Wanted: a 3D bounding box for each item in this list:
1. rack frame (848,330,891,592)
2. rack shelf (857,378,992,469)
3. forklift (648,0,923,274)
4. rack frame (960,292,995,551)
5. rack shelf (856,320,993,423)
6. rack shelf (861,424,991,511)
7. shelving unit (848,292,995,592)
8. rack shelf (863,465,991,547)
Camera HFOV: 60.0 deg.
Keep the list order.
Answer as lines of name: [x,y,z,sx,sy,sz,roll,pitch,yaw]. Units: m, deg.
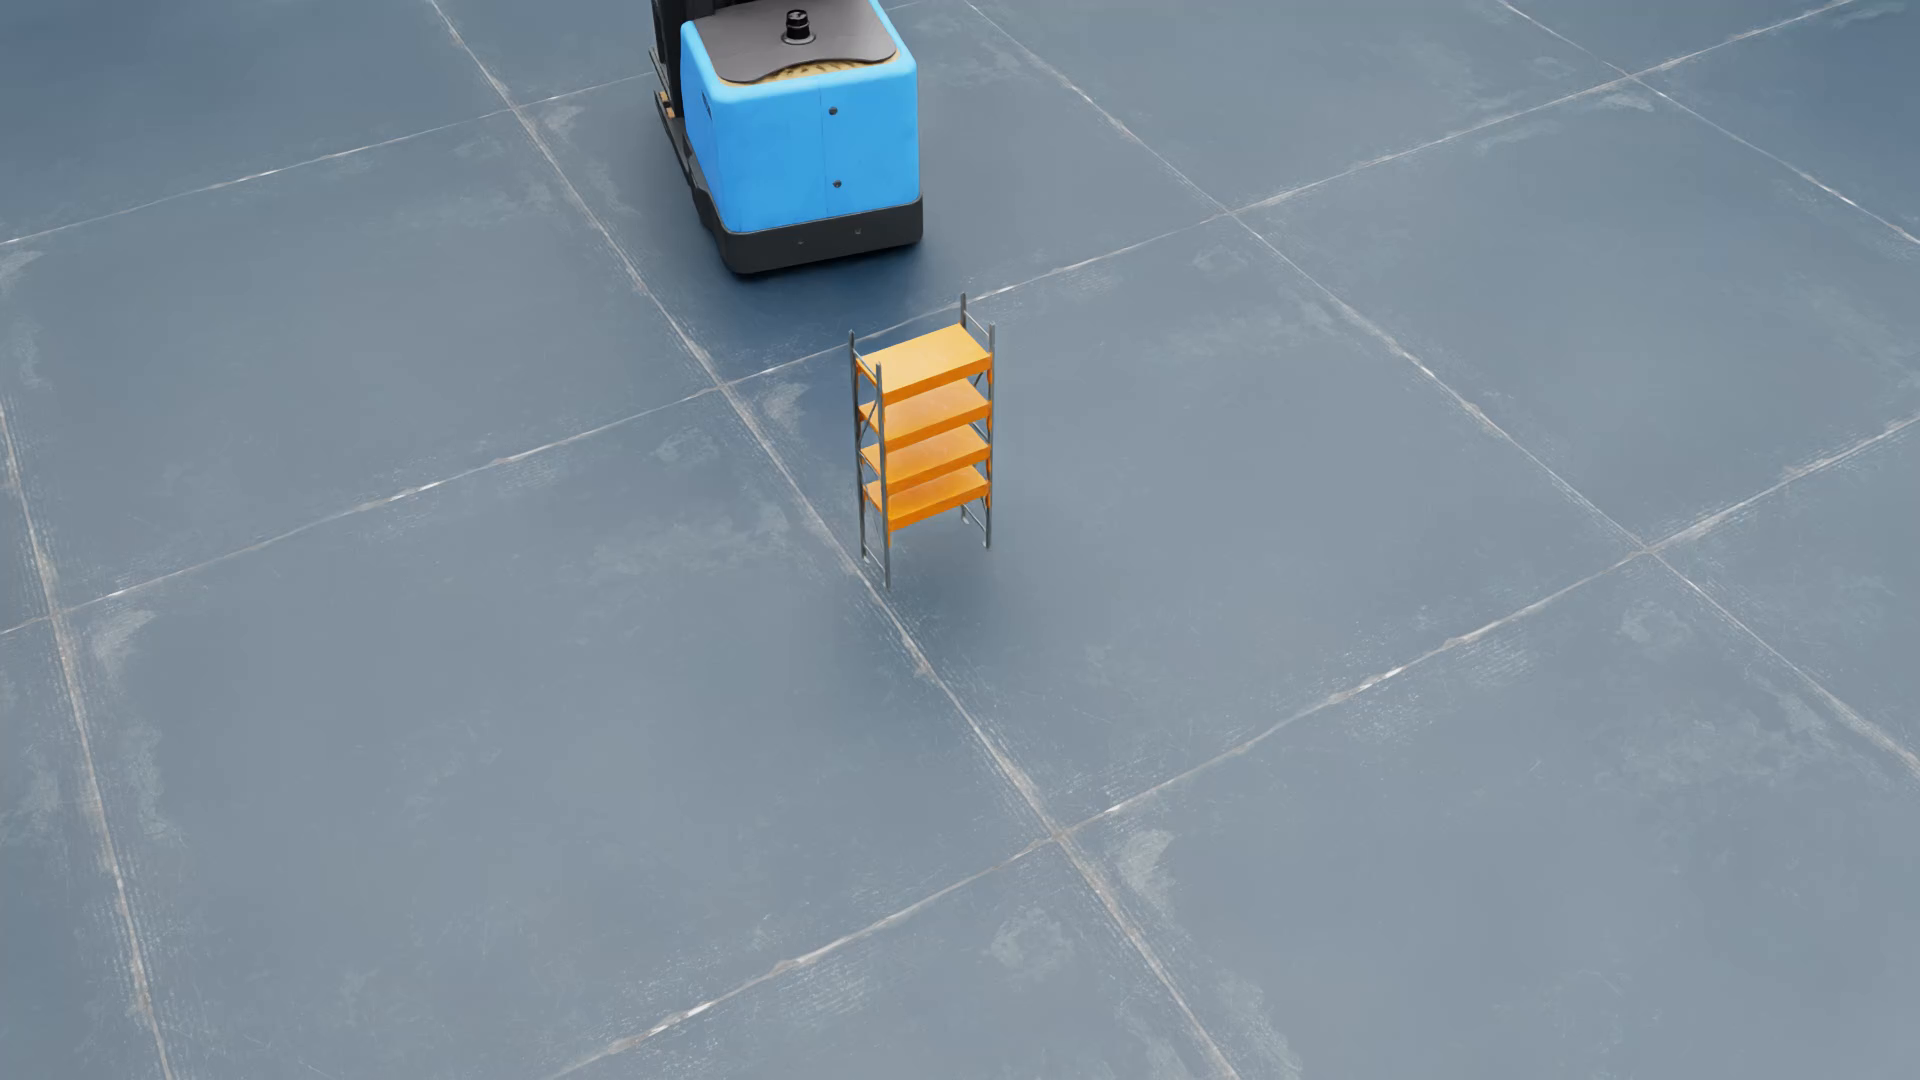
rack frame: [-0.355,-0.288,6.615,0.015,1.200,0.240,-22,48,-21]
rack shelf: [-0.144,-0.485,6.593,0.480,0.148,0.258,-22,48,-21]
forklift: [-1.139,-3.453,8.632,1.130,2.935,3.031,-13,46,-13]
rack frame: [0.068,-0.458,6.790,0.015,1.200,0.240,-22,48,-21]
rack shelf: [-0.144,-0.655,6.429,0.480,0.148,0.258,-22,48,-21]
rack shelf: [-0.144,-0.325,6.749,0.480,0.148,0.258,-22,48,-21]
shelving unit: [-0.144,-0.373,6.702,0.503,1.200,0.258,-22,48,-21]
rack shelf: [-0.144,-0.182,6.887,0.480,0.148,0.258,-22,48,-21]
